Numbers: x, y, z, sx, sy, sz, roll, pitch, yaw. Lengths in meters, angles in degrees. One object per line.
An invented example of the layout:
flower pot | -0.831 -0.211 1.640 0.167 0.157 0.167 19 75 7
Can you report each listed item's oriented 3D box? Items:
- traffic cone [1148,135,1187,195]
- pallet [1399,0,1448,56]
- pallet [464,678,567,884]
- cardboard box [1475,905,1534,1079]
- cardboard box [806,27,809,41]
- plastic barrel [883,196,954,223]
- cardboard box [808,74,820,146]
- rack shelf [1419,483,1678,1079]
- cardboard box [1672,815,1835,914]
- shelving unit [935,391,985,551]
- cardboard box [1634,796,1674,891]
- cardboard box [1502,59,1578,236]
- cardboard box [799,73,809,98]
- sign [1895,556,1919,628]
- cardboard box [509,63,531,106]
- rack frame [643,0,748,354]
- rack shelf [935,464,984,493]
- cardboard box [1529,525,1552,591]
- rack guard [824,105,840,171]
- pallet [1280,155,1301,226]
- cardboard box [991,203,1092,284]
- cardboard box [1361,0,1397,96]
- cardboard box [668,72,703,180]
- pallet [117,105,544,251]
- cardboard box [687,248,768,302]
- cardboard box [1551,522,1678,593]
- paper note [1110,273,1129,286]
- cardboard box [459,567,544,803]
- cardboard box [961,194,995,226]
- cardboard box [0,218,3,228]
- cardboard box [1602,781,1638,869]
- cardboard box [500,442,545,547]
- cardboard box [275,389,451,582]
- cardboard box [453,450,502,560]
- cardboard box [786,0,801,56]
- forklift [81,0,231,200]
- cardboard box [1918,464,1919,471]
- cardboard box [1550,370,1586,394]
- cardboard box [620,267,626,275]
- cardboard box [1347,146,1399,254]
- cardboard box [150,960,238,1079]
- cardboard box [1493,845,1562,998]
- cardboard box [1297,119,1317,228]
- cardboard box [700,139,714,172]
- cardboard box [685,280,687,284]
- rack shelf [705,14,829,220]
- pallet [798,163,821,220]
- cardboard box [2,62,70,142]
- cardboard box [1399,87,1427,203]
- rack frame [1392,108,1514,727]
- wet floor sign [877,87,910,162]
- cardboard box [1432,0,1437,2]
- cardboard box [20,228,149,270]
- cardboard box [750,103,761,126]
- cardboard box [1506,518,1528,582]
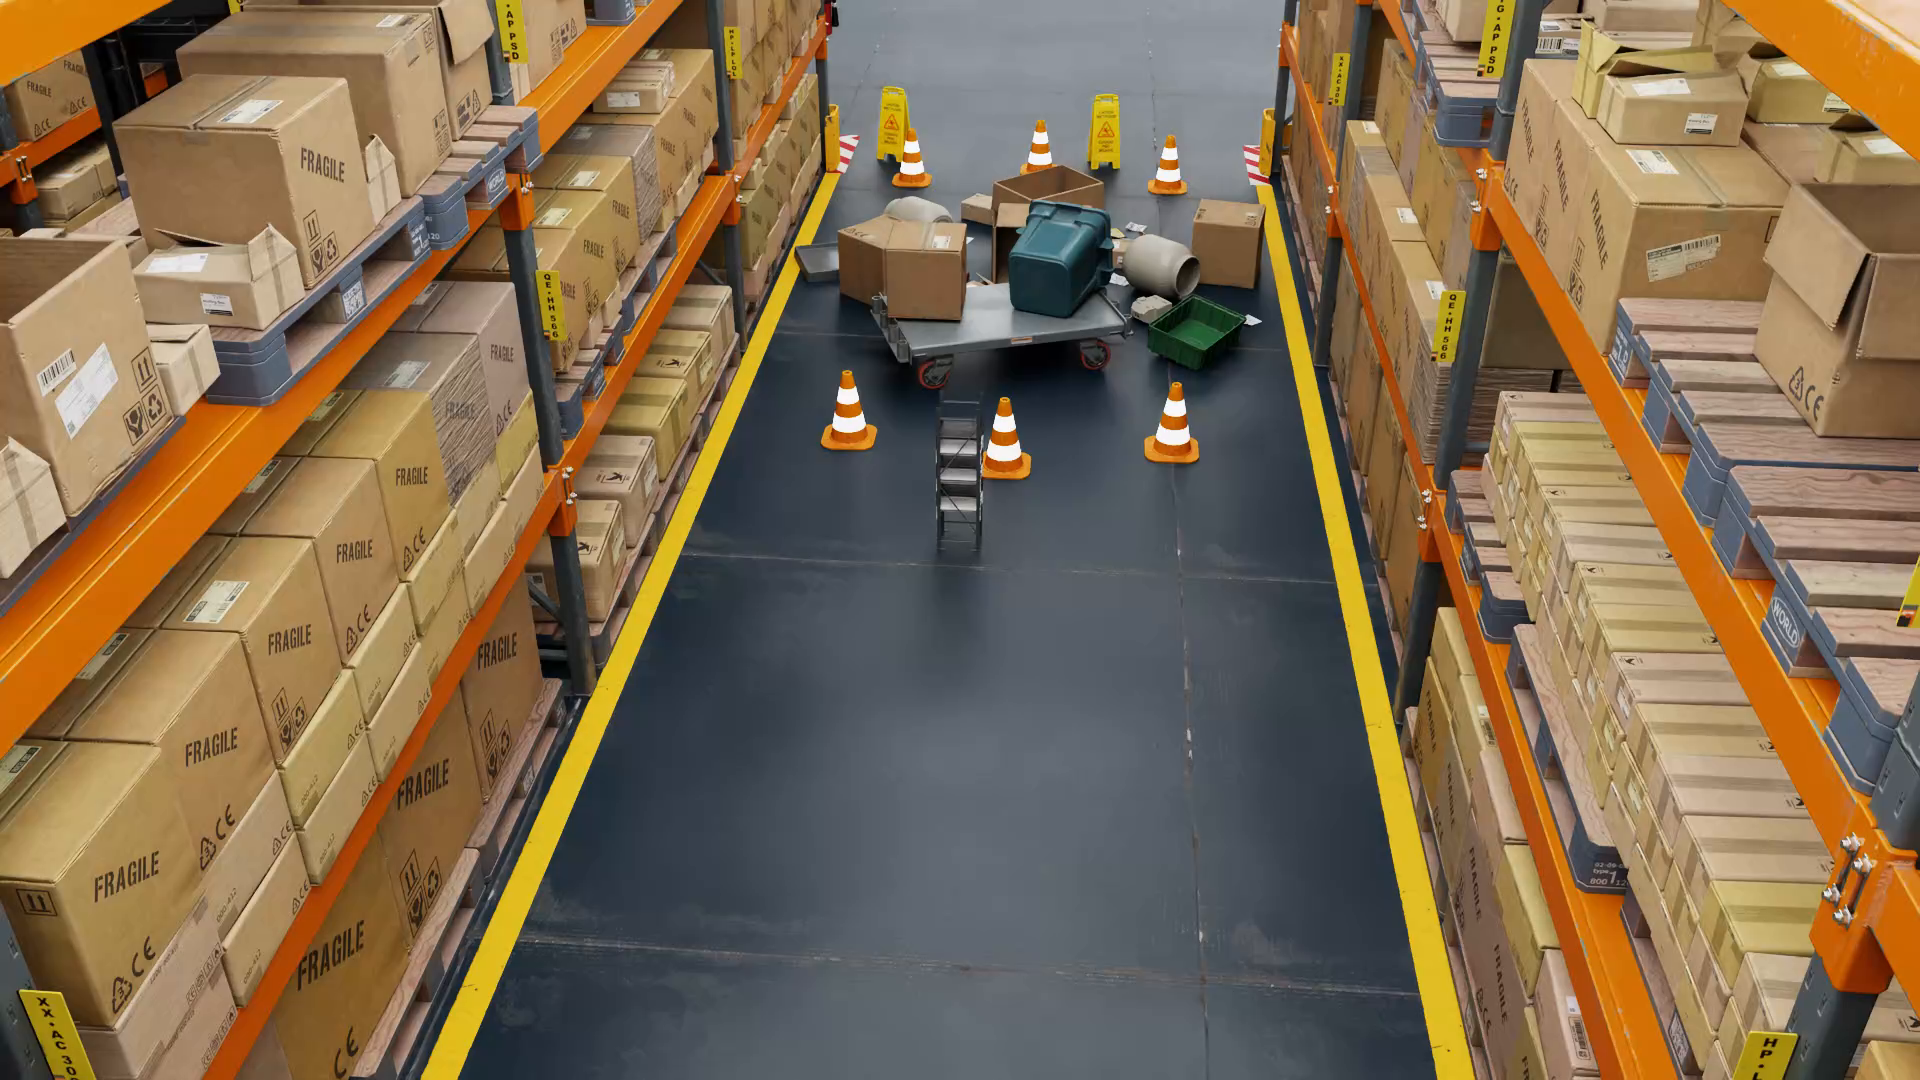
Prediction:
traffic cone | 1.809 -3.272 14.398 0.336 0.463 0.334 2 32 4
pallet | 2.704 -2.506 8.059 1.003 0.211 1.213 4 32 6
pallet | -2.464 1.052 7.622 1.003 0.211 1.213 2 32 4
cardboard box | 2.188 1.657 5.964 0.500 0.500 0.500 2 32 3
cardboard box | -1.443 -4.145 13.637 0.380 0.149 0.250 2 32 3
plastic barrel | -0.333 -2.486 13.161 0.512 0.421 0.421 27 41 37
cardboard box | -1.479 -3.625 14.059 0.500 0.500 0.500 3 32 4
rack shelf | 2.454 0.966 5.789 1.077 0.370 4.000 2 32 4
cardboard box | 2.173 0.887 4.504 0.380 0.149 0.250 1 32 2
shelving unit | -0.001 -0.379 9.287 0.258 0.900 0.210 2 32 4
cardboard box | 2.188 0.880 4.798 0.380 0.149 0.250 1 32 2
cardboard box | 2.305 -1.418 6.018 0.500 0.500 0.500 2 32 4
cardboard box | -1.442 -3.706 13.573 0.380 0.149 0.250 3 32 5
sign | 1.738 0.019 2.912 0.100 0.325 0.005 2 32 4
cardboard box | -2.109 -2.055 7.275 0.396 0.266 0.258 2 32 4
rack frame | -2.000 -2.636 10.948 1.000 3.000 0.127 2 32 4
rack shelf | -0.001 -0.350 9.305 0.258 0.077 0.200 2 32 4
cardboard box | 2.319 0.074 6.107 0.380 0.149 0.250 3 32 4
rack guard | -1.680 -3.624 14.934 1.175 0.500 0.348 2 32 4
pallet | 3.281 -2.960 14.133 1.003 0.211 1.213 2 32 4
cardboard box | 0.639 -2.206 12.502 0.797 0.637 0.503 2 32 4
cardboard box | 3.007 -3.192 10.679 0.875 0.550 0.550 2 32 4
cardboard box | -1.847 -2.473 9.905 0.500 0.500 0.500 3 32 4
pallet | -2.325 -1.402 6.267 1.213 0.211 1.003 4 32 6
cardboard box | -1.682 -1.941 12.041 0.500 0.250 0.500 1 32 2
cardboard box | 2.300 0.071 5.827 0.380 0.149 0.250 4 32 6
paper note | 1.229 -1.998 12.751 0.172 0.023 0.155 14 34 21
cardboard box | -2.464 0.539 7.421 0.875 0.875 0.875 2 32 4
cardboard box | 0.233 -2.742 13.839 0.380 0.149 0.250 20 37 29
cardboard box | -7.112 -2.330 12.196 0.500 0.250 0.500 2 32 3
cardboard box | 2.206 0.875 5.090 0.380 0.149 0.250 1 32 2
cardboard box | -2.108 -0.205 7.147 0.500 0.250 0.500 1 32 2
cardboard box | -2.187 -0.203 5.952 0.500 0.500 0.500 2 32 4
cardboard box | -2.149 -0.161 6.599 0.500 0.250 0.500 2 32 3
cardboard box | -1.533 -4.078 12.909 0.500 0.500 0.500 2 32 4
forklift | -4.487 -2.257 10.400 1.130 2.935 3.031 0 32 0
cardboard box | 2.572 -0.163 3.761 0.500 0.311 0.500 2 32 3
cardboard box | 2.922 -0.651 7.633 0.500 0.500 0.500 3 32 5
cardboard box | -2.020 -1.487 8.924 0.380 0.149 0.250 4 32 6
cardboard box | 2.591 -1.992 9.809 0.500 0.500 0.500 3 32 4
cardboard box | -2.352 1.392 4.555 0.500 0.250 0.500 2 32 3
cardboard box | 2.184 1.327 5.786 0.500 0.250 0.500 1 32 2
cardboard box | 3.209 -3.025 13.205 0.875 0.875 0.875 2 32 3
cardboard box | -1.766 -2.427 10.448 0.380 0.149 0.250 3 32 5
cardboard box | -2.219 -1.965 12.080 0.500 0.250 0.500 4 32 6
rack shelf | -1.837 -3.375 12.834 1.077 0.370 4.000 2 32 4
pallet | -1.781 -3.077 14.322 1.003 0.211 1.213 2 32 4
cardboard box | -6.651 -3.109 11.621 0.500 0.500 0.500 2 32 3
cardboard box | 2.826 -2.152 9.115 0.700 0.500 0.500 3 32 4
rack frame | 2.617 -0.386 7.297 1.000 3.000 0.127 2 32 4
wet floor sign | -0.592 -3.779 15.047 0.267 0.644 0.232 14 34 21
cardboard box | 2.479 -2.847 7.842 0.500 0.500 0.500 2 32 4
cardboard box | -2.646 -0.804 4.939 0.380 0.166 0.250 5 32 8
cardboard box | -1.639 -3.082 11.912 0.380 0.149 0.250 3 32 5
cardboard box | 2.336 0.049 6.430 0.380 0.149 0.250 4 32 6
